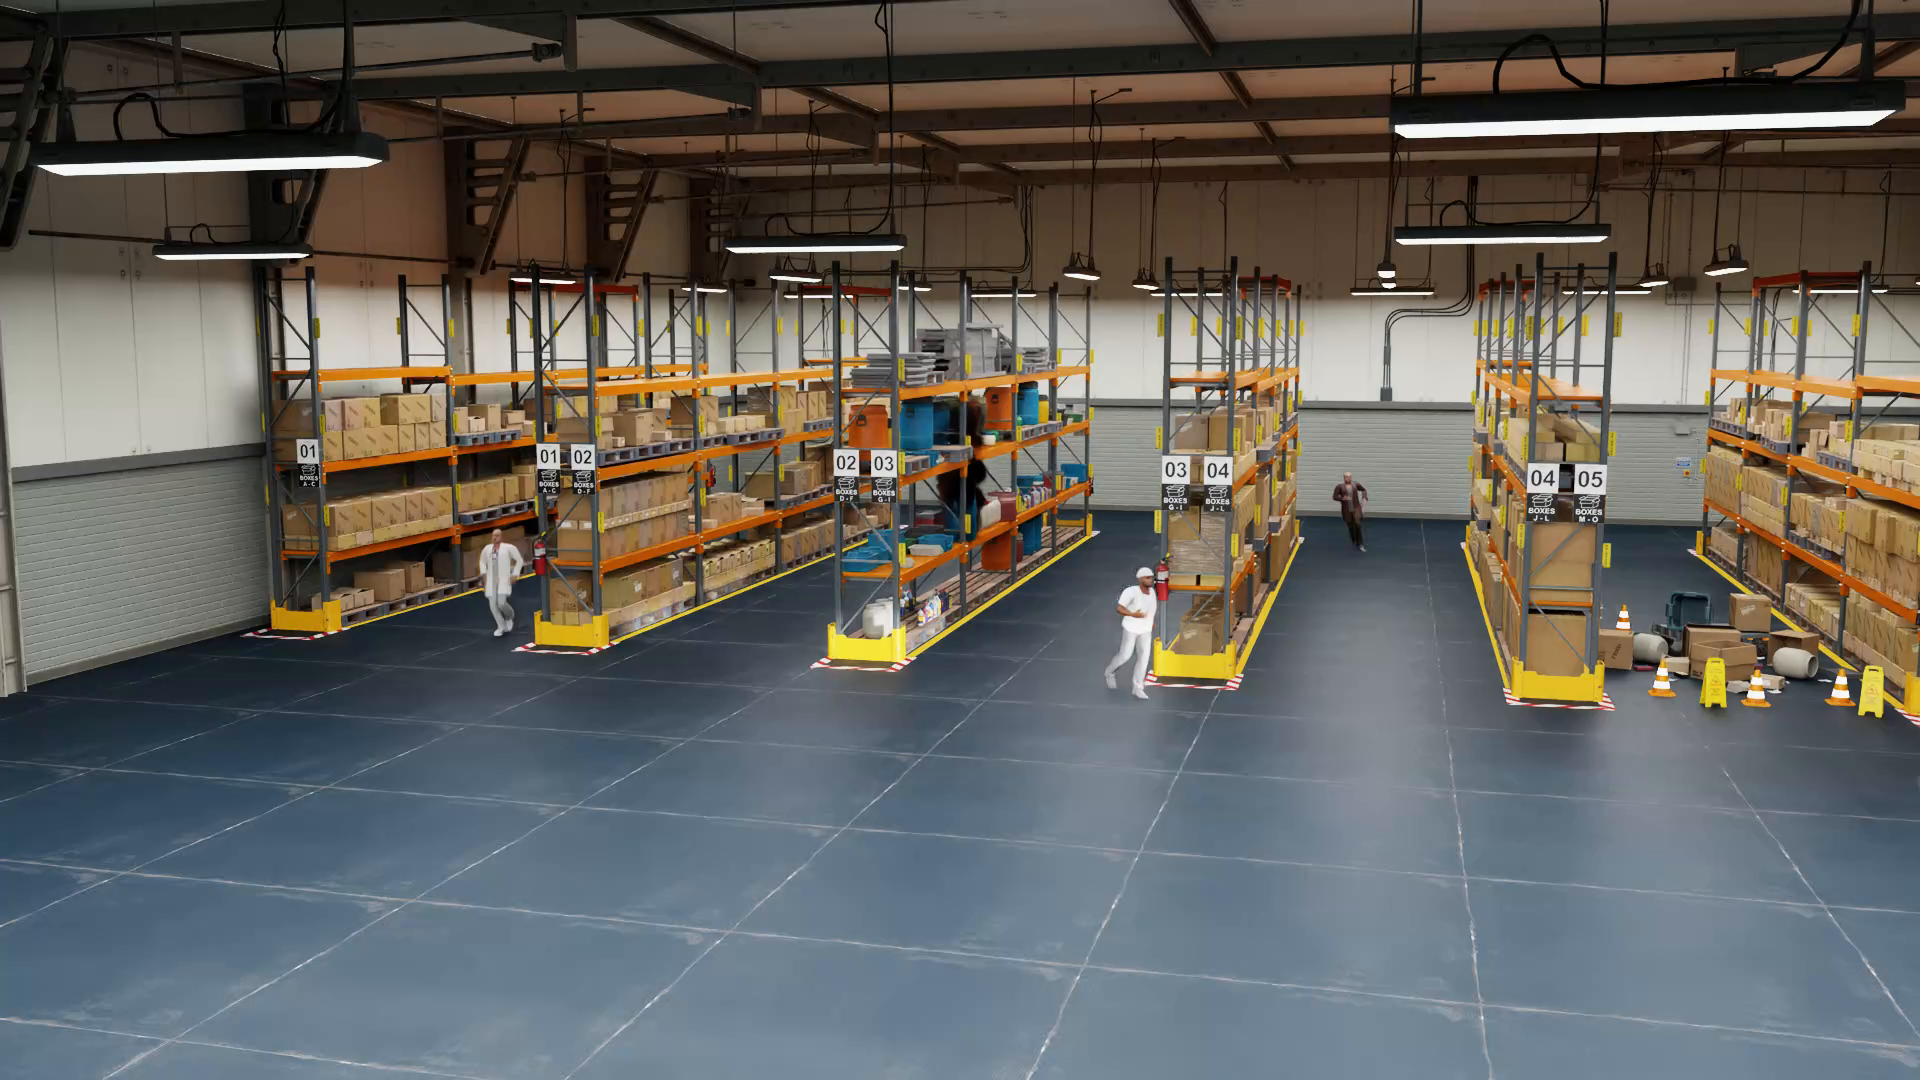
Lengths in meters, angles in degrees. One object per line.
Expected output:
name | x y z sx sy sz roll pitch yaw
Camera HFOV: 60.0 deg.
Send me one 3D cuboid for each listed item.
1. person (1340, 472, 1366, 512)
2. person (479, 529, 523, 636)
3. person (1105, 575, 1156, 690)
person | 8.836 -1.081 37.657 0.728 0.920 0.531 2 7 13
person | -7.557 0.795 27.262 0.716 1.540 0.516 1 7 6
person | 2.427 1.217 22.886 0.708 1.631 0.773 -3 8 -25
